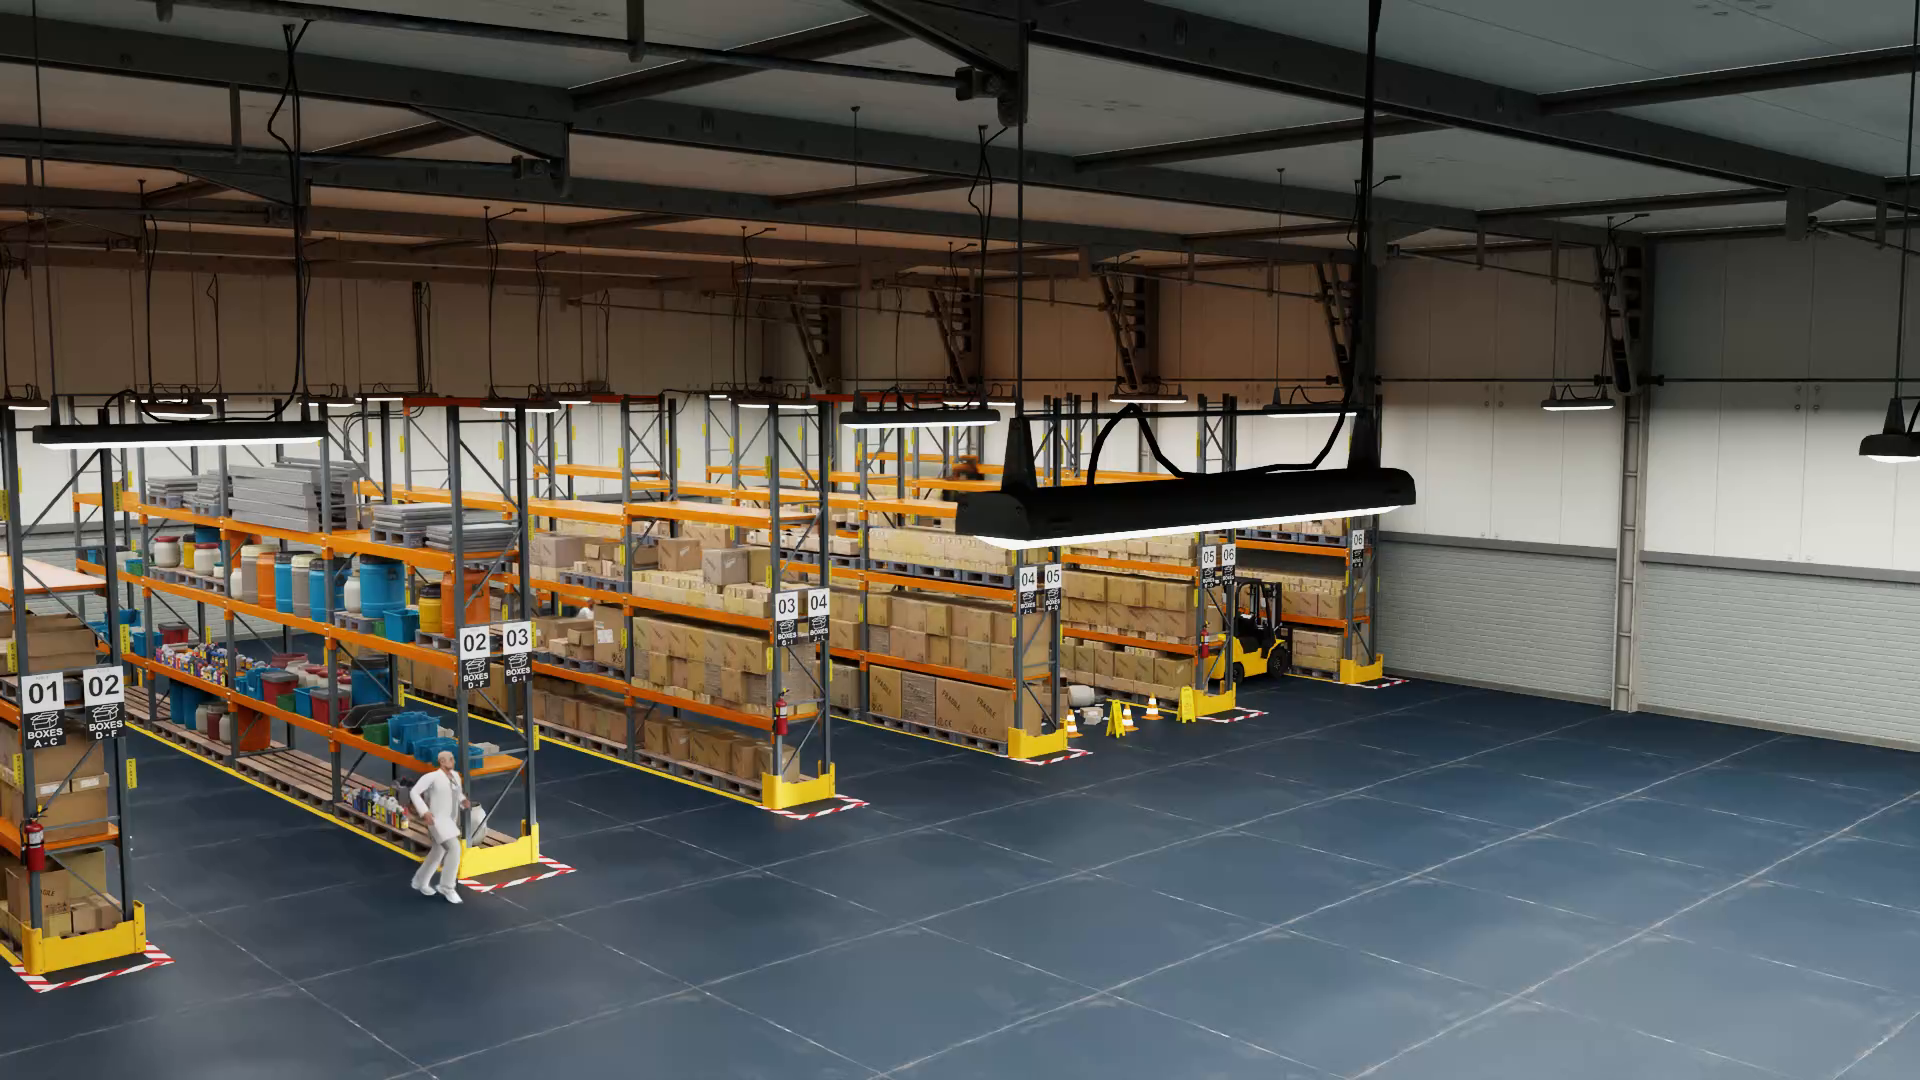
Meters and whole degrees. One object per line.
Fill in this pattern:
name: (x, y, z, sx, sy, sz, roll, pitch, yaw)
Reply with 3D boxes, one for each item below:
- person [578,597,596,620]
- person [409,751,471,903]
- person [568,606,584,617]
person: (-7.882, 2.024, 35.696, 0.685, 1.736, 0.599, -5, 8, -43)
person: (-6.349, 3.495, 20.406, 0.787, 1.824, 0.663, 1, 6, 11)
person: (-9.521, 1.560, 41.378, 0.623, 1.576, 0.548, 1, 6, 14)
